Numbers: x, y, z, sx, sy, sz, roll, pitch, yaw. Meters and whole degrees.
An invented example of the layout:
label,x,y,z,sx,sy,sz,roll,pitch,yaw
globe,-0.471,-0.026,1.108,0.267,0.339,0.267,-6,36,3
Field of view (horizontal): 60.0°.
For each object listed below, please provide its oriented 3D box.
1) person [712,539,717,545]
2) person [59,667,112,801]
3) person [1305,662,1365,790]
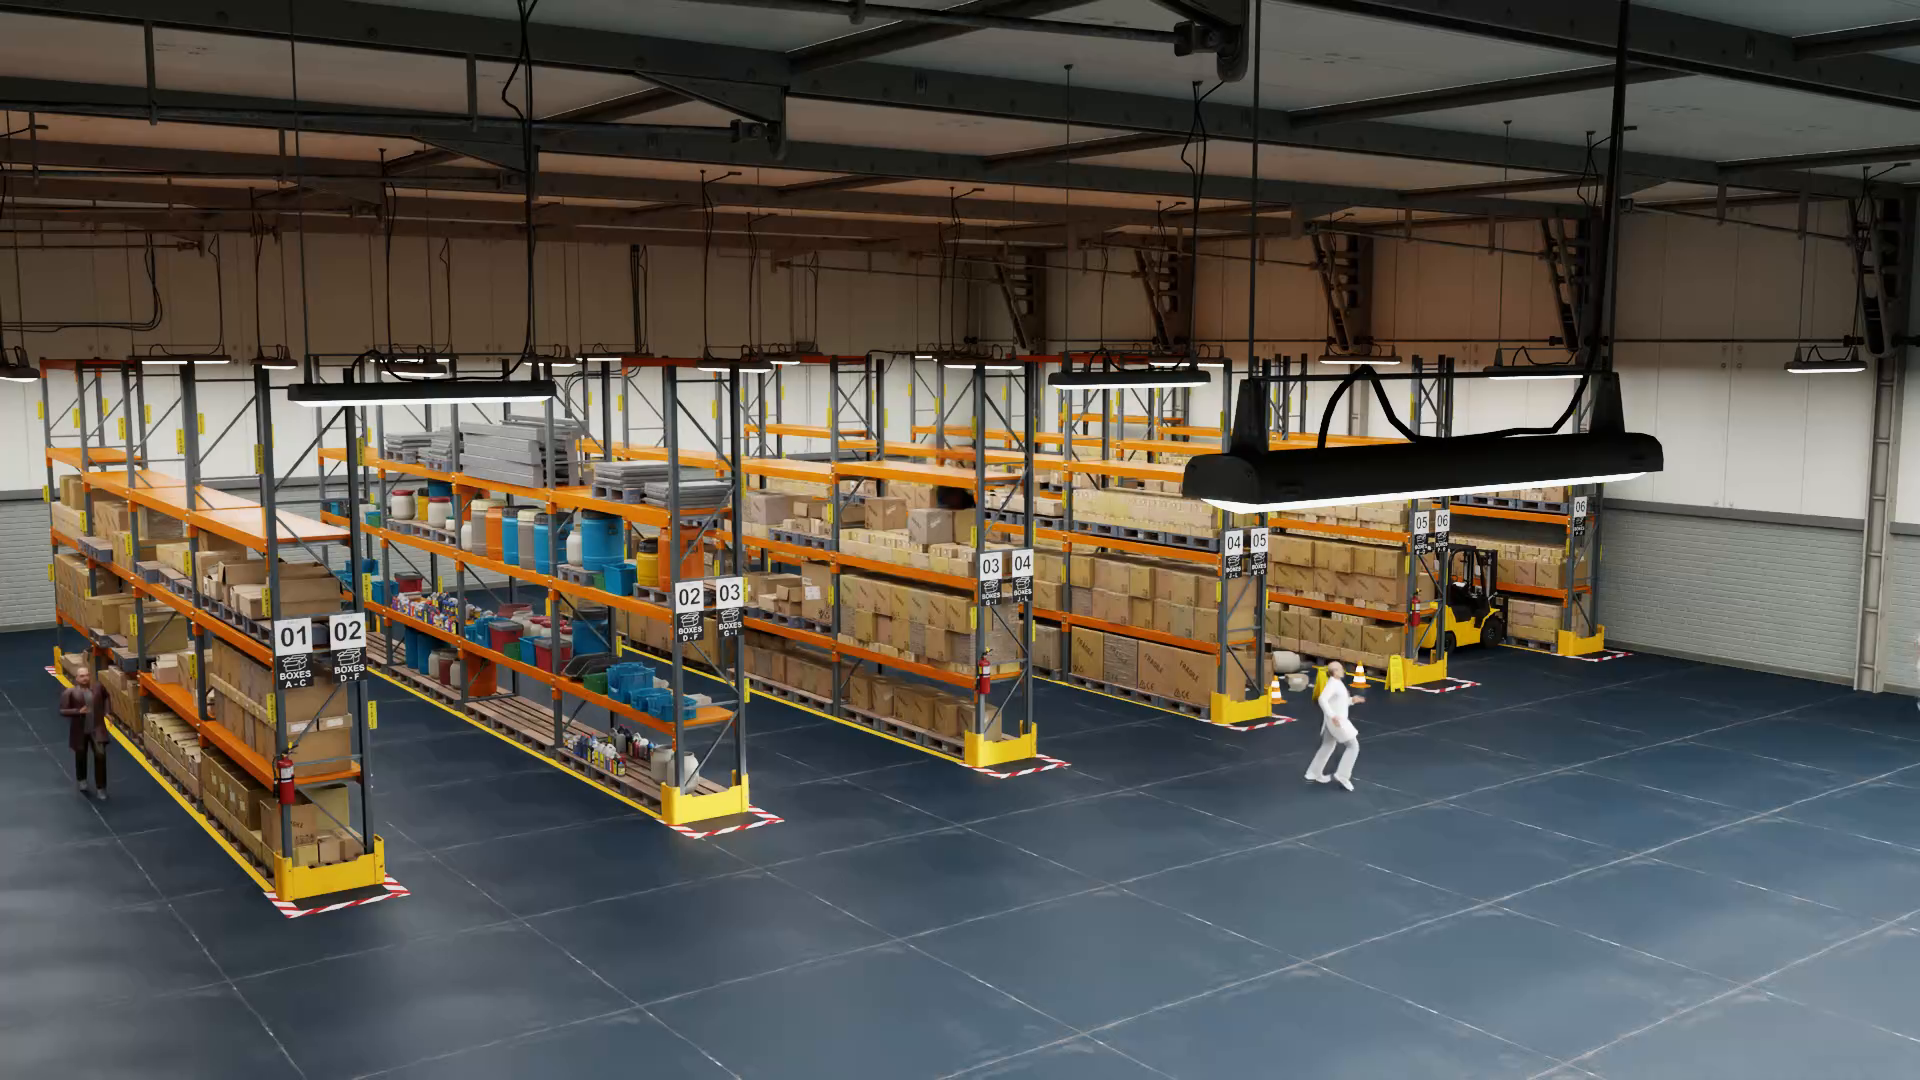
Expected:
label,x,y,z,sx,sy,sz,roll,pitch,yaw
person,-5.793,0.806,39.106,0.728,1.684,0.761,-3,8,-24
person,-12.127,2.677,23.111,0.677,1.846,0.864,-5,8,-35
person,5.324,2.635,23.556,0.819,1.845,0.673,0,7,0
